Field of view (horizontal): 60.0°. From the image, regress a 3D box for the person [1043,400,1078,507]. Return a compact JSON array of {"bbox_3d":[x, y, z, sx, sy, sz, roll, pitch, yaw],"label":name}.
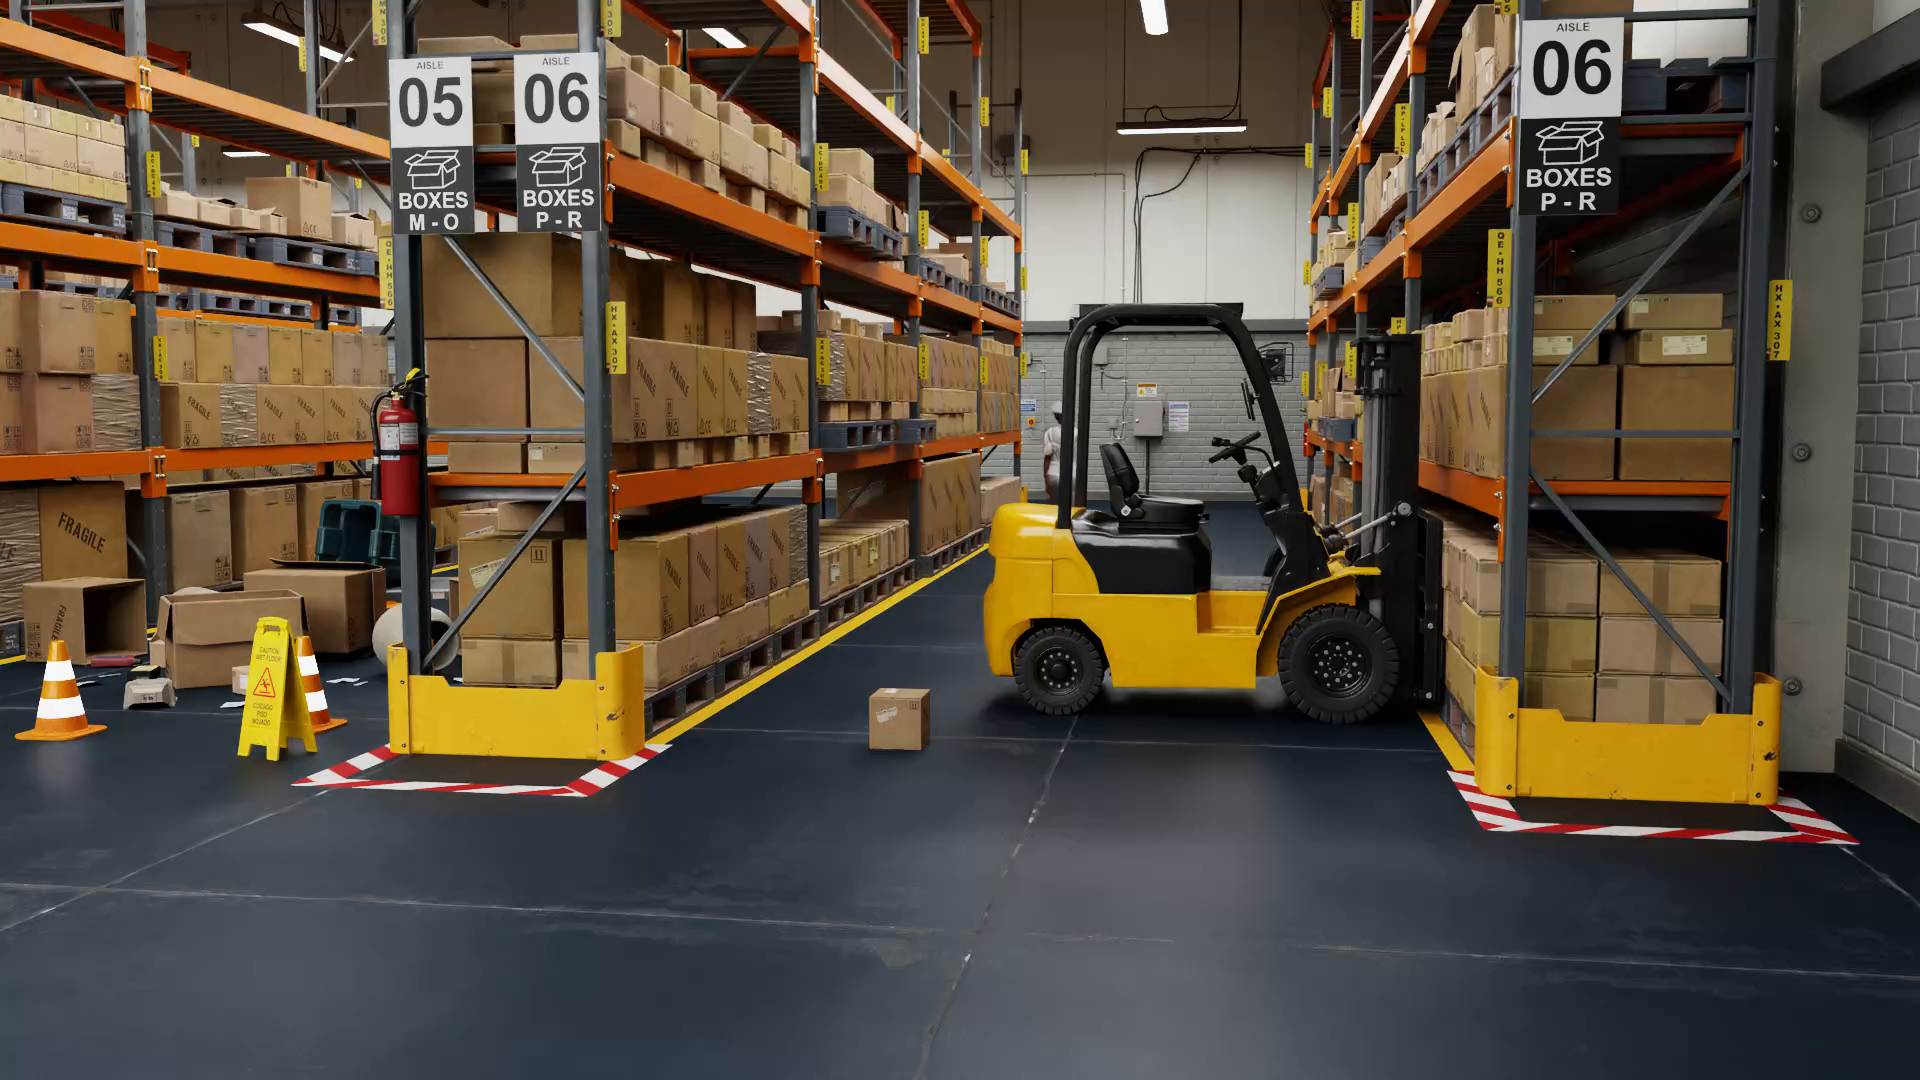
[{"bbox_3d":[1.093,-0.632,17.435,0.458,1.668,0.698,1,5,11],"label":"person"}]
